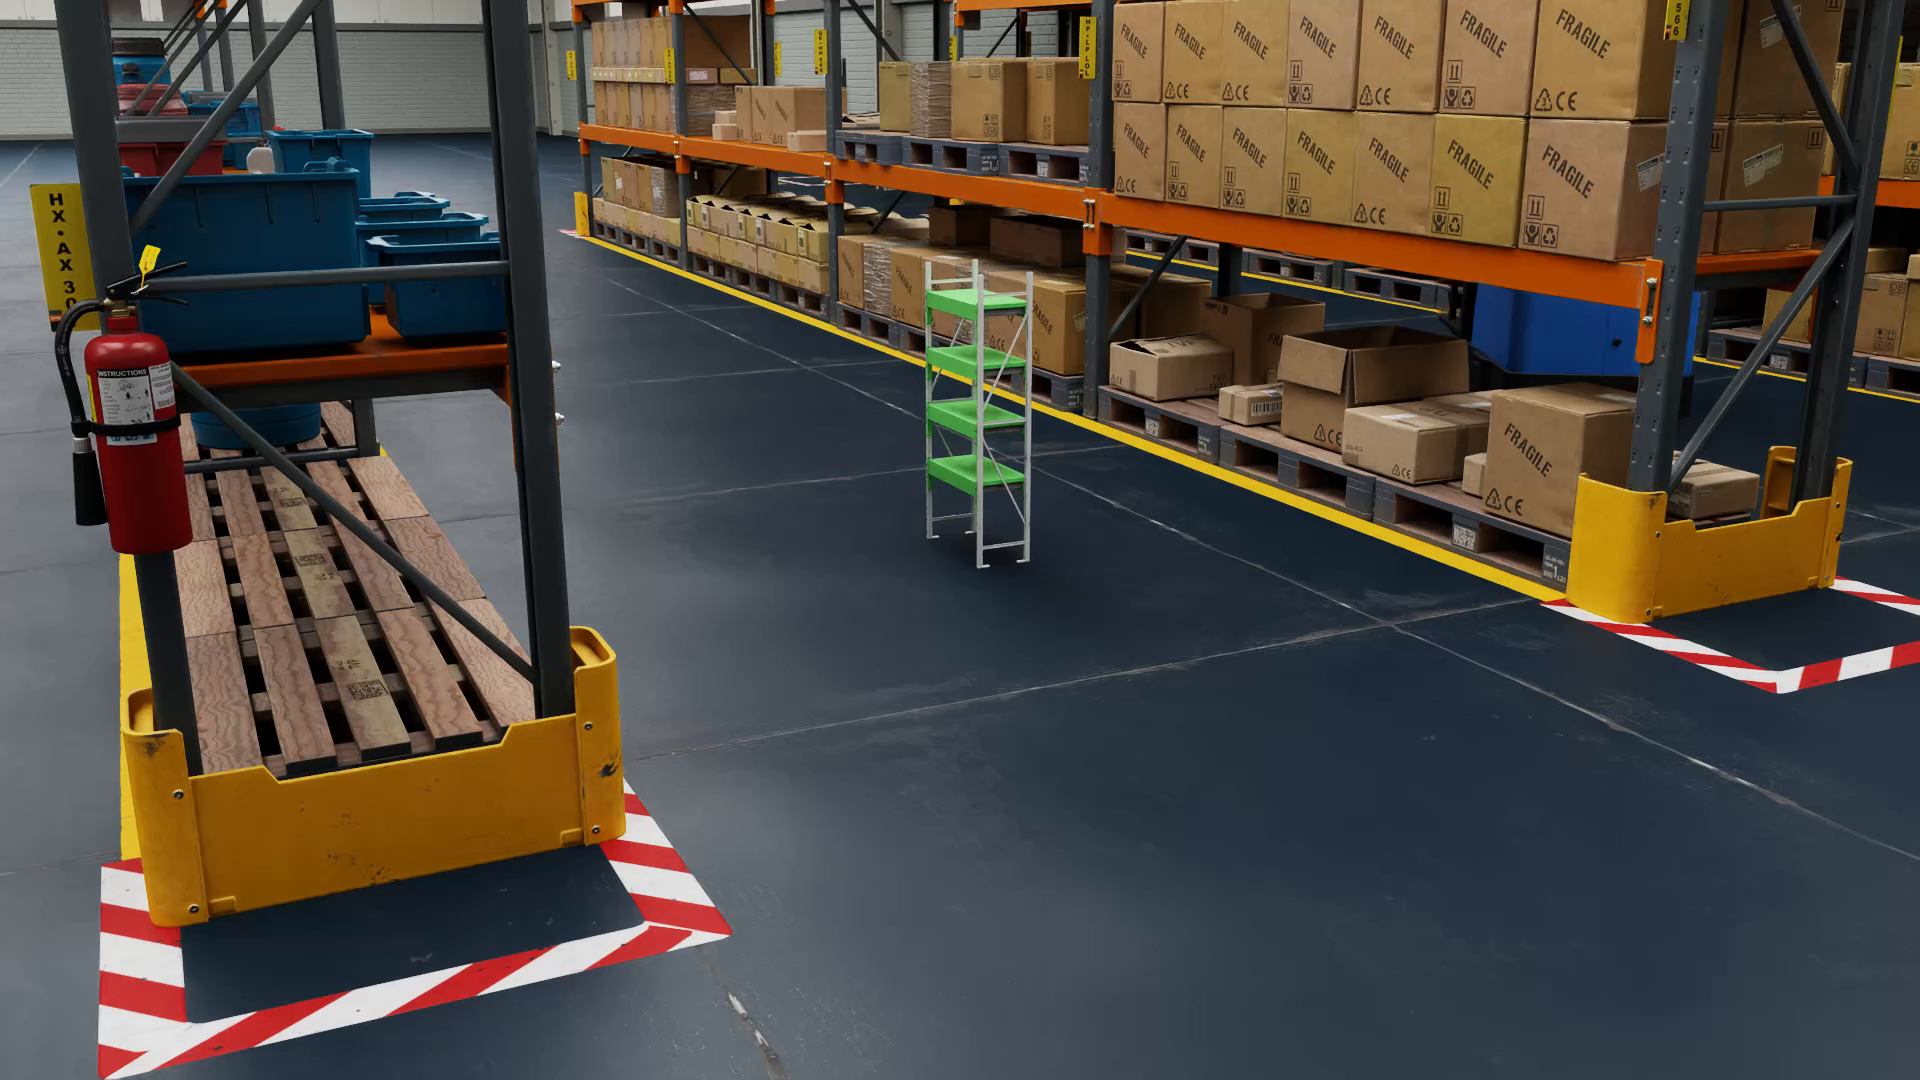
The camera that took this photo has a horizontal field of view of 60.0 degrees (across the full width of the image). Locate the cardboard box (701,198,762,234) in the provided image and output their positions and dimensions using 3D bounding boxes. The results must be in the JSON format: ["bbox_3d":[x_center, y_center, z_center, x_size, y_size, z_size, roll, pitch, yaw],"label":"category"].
[{"bbox_3d":[-2.136,-3.086,15.772,0.500,0.311,0.500,-8,18,-26],"label":"cardboard box"}]

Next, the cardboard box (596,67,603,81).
[{"bbox_3d":[-3.964,-5.357,19.121,0.380,0.149,0.250,-8,18,-26],"label":"cardboard box"}]

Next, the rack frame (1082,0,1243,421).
[{"bbox_3d":[1.197,-2.210,9.513,1.000,3.000,0.127,-8,18,-25],"label":"rack frame"}]

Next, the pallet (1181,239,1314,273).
[{"bbox_3d":[3.024,-2.957,17.171,1.003,0.211,1.213,-8,18,-25],"label":"pallet"}]

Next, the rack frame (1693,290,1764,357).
[{"bbox_3d":[5.648,-2.809,11.602,1.000,3.000,0.127,-8,18,-25],"label":"rack frame"}]

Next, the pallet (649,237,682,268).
[{"bbox_3d":[-2.619,-3.055,17.514,1.003,0.211,1.213,-8,18,-25],"label":"pallet"}]

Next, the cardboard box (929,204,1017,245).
[{"bbox_3d":[0.094,-2.355,12.393,0.500,0.250,0.500,-7,17,-23],"label":"cardboard box"}]

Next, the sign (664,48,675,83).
[{"bbox_3d":[-2.806,-4.580,16.060,0.100,0.325,0.005,-8,18,-25],"label":"sign"}]

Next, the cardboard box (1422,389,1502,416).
[{"bbox_3d":[2.528,-0.525,7.828,0.500,0.250,0.500,-8,18,-25],"label":"cardboard box"}]

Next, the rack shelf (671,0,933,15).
[{"bbox_3d":[-1.432,-4.793,14.382,1.077,0.370,4.000,-8,18,-25],"label":"rack shelf"}]

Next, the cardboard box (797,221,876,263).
[{"bbox_3d":[-1.006,-2.451,13.562,0.500,0.311,0.500,-7,17,-23],"label":"cardboard box"}]

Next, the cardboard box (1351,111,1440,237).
[{"bbox_3d":[2.064,-1.597,7.195,0.500,0.500,0.500,-8,18,-24],"label":"cardboard box"}]

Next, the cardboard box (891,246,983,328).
[{"bbox_3d":[-0.163,-1.810,11.854,0.500,0.500,0.500,-8,18,-26],"label":"cardboard box"}]

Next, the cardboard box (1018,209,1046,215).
[{"bbox_3d":[1.140,-4.283,20.471,0.700,0.500,0.500,-9,18,-28],"label":"cardboard box"}]

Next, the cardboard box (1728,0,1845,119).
[{"bbox_3d":[2.992,-1.888,6.399,0.500,0.500,0.500,-7,17,-23],"label":"cardboard box"}]

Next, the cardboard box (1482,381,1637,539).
[{"bbox_3d":[2.490,-0.333,6.707,0.500,0.500,0.500,-8,18,-25],"label":"cardboard box"}]

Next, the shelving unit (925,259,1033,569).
[{"bbox_3d":[0.073,-0.536,6.942,0.258,1.200,0.503,-8,18,-25],"label":"shelving unit"}]

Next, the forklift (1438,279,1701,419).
[{"bbox_3d":[3.747,-2.450,10.476,1.130,2.935,3.031,1,16,5],"label":"forklift"}]

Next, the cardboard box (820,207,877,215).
[{"bbox_3d":[-0.980,-2.773,14.681,0.500,0.311,0.500,-8,18,-26],"label":"cardboard box"}]

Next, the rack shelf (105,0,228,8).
[{"bbox_3d":[-5.886,-4.196,12.300,1.077,0.370,4.000,-8,18,-25],"label":"rack shelf"}]

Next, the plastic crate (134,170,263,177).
[{"bbox_3d":[-2.754,-1.183,6.041,0.437,0.282,0.530,-8,18,-25],"label":"plastic crate"}]

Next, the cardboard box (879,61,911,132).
[{"bbox_3d":[-0.178,-3.309,12.400,0.500,0.500,0.700,15,22,42],"label":"cardboard box"}]

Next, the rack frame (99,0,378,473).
[{"bbox_3d":[-3.257,-1.612,7.430,1.000,3.000,0.127,-8,18,-25],"label":"rack frame"}]

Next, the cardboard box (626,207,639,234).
[{"bbox_3d":[-3.370,-3.533,18.349,0.500,0.250,0.500,-8,18,-25],"label":"cardboard box"}]

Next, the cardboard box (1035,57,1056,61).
[{"bbox_3d":[1.224,-5.420,19.576,0.500,0.500,0.500,-8,18,-26],"label":"cardboard box"}]

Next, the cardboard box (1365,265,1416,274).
[{"bbox_3d":[4.100,-2.771,14.606,0.750,0.750,0.750,-8,18,-26],"label":"cardboard box"}]

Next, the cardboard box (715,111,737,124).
[{"bbox_3d":[-2.053,-4.004,16.039,0.500,0.250,0.500,-6,17,-21],"label":"cardboard box"}]

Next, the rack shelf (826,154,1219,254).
[{"bbox_3d":[0.321,-2.360,11.340,1.077,0.370,4.000,-8,18,-25],"label":"rack shelf"}]

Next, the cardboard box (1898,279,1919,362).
[{"bbox_3d":[6.324,-1.359,10.319,0.700,0.500,0.500,-7,18,-24],"label":"cardboard box"}]

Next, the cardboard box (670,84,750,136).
[{"bbox_3d":[-2.508,-4.351,16.792,0.700,0.500,0.500,-8,18,-26],"label":"cardboard box"}]

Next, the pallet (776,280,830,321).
[{"bbox_3d":[-0.881,-2.070,14.081,1.003,0.211,1.213,-8,18,-25],"label":"pallet"}]

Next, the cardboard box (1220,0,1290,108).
[{"bbox_3d":[1.602,-2.332,7.945,0.500,0.500,0.500,-8,18,-27],"label":"cardboard box"}]

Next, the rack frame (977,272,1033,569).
[{"bbox_3d":[0.179,-0.475,6.731,0.240,1.200,0.015,-8,18,-25],"label":"rack frame"}]

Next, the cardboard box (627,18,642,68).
[{"bbox_3d":[-3.168,-5.348,17.914,0.700,0.500,0.500,-8,18,-25],"label":"cardboard box"}]

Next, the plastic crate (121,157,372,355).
[{"bbox_3d":[-1.820,-0.726,4.171,0.616,0.435,0.499,-8,18,-25],"label":"plastic crate"}]

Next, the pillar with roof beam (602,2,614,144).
[{"bbox_3d":[-12.909,-14.030,39.827,9.100,9.000,0.400,-8,18,-25],"label":"pillar with roof beam"}]

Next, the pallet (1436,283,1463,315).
[{"bbox_3d":[4.704,-1.954,13.677,1.003,0.211,1.213,-8,18,-25],"label":"pallet"}]

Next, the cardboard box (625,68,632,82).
[{"bbox_3d":[-3.409,-5.040,18.020,0.380,0.149,0.250,-7,18,-24],"label":"cardboard box"}]

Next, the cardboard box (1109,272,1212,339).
[{"bbox_3d":[1.204,-1.369,10.317,0.500,0.500,0.500,-9,18,-27],"label":"cardboard box"}]

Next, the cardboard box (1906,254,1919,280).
[{"bbox_3d":[6.099,-1.687,10.286,0.380,0.149,0.250,-8,18,-26],"label":"cardboard box"}]

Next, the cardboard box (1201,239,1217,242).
[{"bbox_3d":[2.940,-3.369,17.286,0.700,0.500,0.500,-7,18,-24],"label":"cardboard box"}]

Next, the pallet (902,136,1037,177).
[{"bbox_3d":[0.301,-2.628,11.317,1.003,0.211,1.213,-8,18,-25],"label":"pallet"}]

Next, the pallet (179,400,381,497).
[{"bbox_3d":[-3.558,-0.468,8.499,1.003,0.211,1.213,-8,18,-25],"label":"pallet"}]

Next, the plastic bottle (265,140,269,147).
[{"bbox_3d":[-4.229,-2.357,10.259,0.097,0.271,0.097,0,16,0],"label":"plastic bottle"}]

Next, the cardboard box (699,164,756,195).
[{"bbox_3d":[-2.456,-3.710,17.604,0.500,0.500,0.500,-8,18,-25],"label":"cardboard box"}]

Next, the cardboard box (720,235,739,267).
[{"bbox_3d":[-1.902,-2.689,15.405,0.500,0.250,0.500,-8,18,-27],"label":"cardboard box"}]

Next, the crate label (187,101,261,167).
[{"bbox_3d":[-5.202,-2.900,11.854,0.502,0.435,0.616,-8,18,-25],"label":"crate label"}]

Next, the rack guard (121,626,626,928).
[{"bbox_3d":[-1.483,0.586,4.303,1.175,0.500,0.348,-8,18,-25],"label":"rack guard"}]

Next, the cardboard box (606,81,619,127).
[{"bbox_3d":[-3.633,-4.986,19.007,0.700,0.500,0.500,-7,17,-23],"label":"cardboard box"}]

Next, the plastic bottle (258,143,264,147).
[{"bbox_3d":[-3.866,-2.061,9.228,0.097,0.271,0.097,0,16,0],"label":"plastic bottle"}]

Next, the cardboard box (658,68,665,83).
[{"bbox_3d":[-2.843,-4.721,16.906,0.380,0.149,0.250,-8,18,-27],"label":"cardboard box"}]

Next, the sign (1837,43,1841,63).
[{"bbox_3d":[6.147,-3.331,11.706,0.100,0.325,0.005,-8,18,-25],"label":"sign"}]

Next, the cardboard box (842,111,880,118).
[{"bbox_3d":[-0.773,-3.404,13.835,0.500,0.311,0.500,-8,18,-26],"label":"cardboard box"}]

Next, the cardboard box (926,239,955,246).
[{"bbox_3d":[0.065,-2.008,12.544,0.500,0.500,0.500,-7,17,-23],"label":"cardboard box"}]

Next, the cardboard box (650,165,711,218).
[{"bbox_3d":[-2.916,-3.648,17.389,0.500,0.500,0.500,-8,18,-25],"label":"cardboard box"}]

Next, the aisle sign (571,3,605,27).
[{"bbox_3d":[-4.364,-6.414,19.450,0.394,0.787,0.004,-8,18,-25],"label":"aisle sign"}]

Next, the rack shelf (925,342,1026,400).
[{"bbox_3d":[0.073,-0.705,6.894,0.258,0.148,0.480,-8,18,-25],"label":"rack shelf"}]
